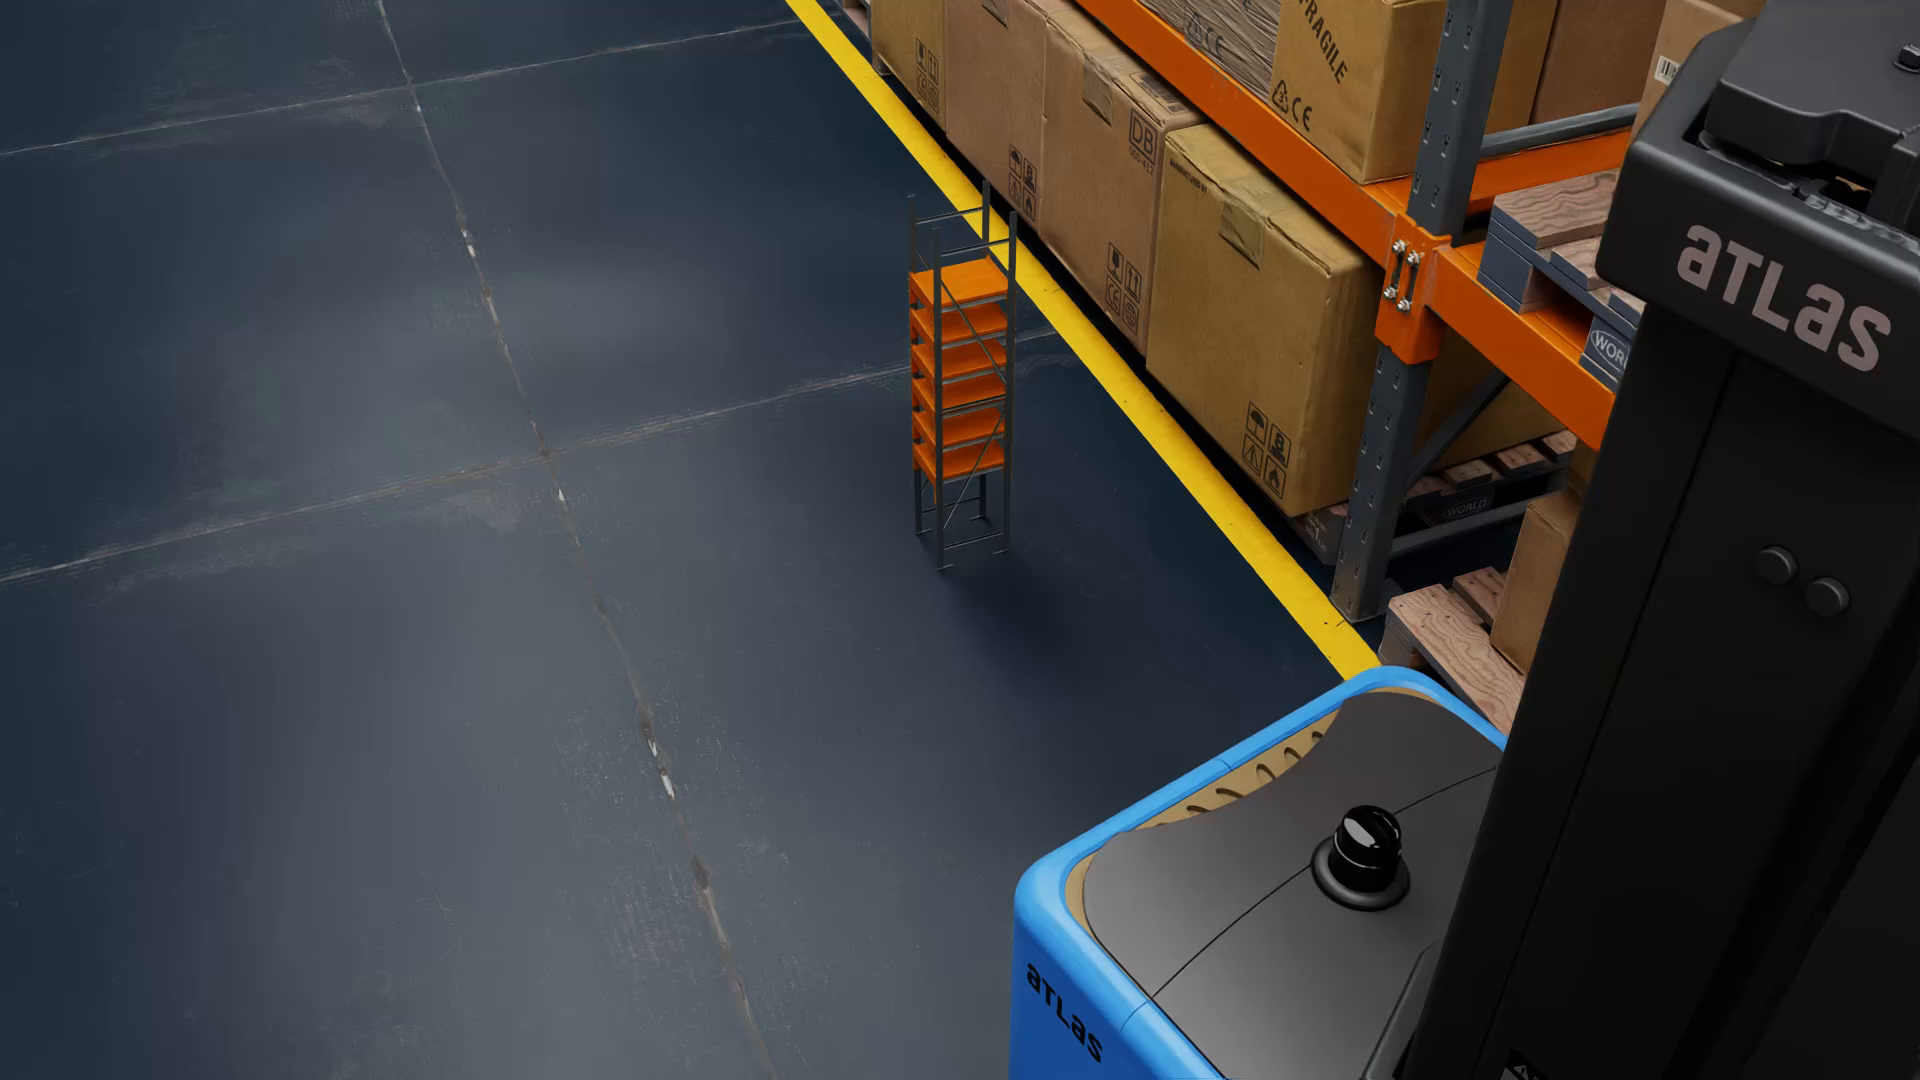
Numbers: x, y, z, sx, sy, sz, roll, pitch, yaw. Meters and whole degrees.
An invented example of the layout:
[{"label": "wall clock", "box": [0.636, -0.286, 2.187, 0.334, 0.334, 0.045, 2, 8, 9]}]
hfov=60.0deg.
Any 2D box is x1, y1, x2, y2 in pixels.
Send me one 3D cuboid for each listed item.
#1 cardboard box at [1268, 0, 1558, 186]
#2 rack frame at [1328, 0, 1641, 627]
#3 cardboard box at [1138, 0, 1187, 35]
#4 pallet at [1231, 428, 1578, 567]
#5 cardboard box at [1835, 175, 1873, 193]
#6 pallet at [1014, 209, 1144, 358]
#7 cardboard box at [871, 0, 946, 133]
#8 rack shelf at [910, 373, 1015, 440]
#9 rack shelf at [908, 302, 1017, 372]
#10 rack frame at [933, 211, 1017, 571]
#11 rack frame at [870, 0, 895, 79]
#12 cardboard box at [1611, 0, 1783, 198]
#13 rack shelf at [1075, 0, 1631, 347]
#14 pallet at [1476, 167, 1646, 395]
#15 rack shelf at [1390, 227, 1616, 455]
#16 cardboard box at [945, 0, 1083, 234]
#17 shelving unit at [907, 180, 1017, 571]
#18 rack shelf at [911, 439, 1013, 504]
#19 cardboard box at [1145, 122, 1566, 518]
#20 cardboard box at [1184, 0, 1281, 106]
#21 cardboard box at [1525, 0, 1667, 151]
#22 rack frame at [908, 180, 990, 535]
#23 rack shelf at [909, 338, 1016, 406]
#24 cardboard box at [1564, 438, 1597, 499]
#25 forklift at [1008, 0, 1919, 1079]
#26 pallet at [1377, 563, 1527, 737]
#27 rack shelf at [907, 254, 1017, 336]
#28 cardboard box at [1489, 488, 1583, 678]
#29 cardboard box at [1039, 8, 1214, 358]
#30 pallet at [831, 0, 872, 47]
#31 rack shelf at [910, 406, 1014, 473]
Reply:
[{"label": "cardboard box", "box": [1.184, -1.315, 4.402, 0.500, 0.500, 0.500, -14, 43, -16]}, {"label": "rack frame", "box": [1.601, -1.041, 4.160, 1.000, 3.000, 0.127, -15, 43, -17]}, {"label": "cardboard box", "box": [0.797, -1.929, 5.115, 0.500, 0.500, 0.500, -16, 43, -18]}, {"label": "pallet", "box": [1.369, -0.478, 5.644, 1.003, 0.211, 1.213, -15, 43, -17]}, {"label": "cardboard box", "box": [2.151, -0.612, 3.262, 0.700, 0.500, 0.500, -9, 42, -11]}, {"label": "pallet", "box": [0.906, -1.212, 6.497, 1.003, 0.211, 1.213, -15, 43, -17]}, {"label": "cardboard box", "box": [0.334, -2.424, 7.076, 1.225, 0.875, 0.875, -15, 43, -17]}, {"label": "rack shelf", "box": [0.006, -0.413, 4.878, 0.258, 0.103, 0.180, -15, 43, -17]}, {"label": "rack shelf", "box": [0.006, -0.594, 4.721, 0.258, 0.103, 0.180, -15, 43, -17]}, {"label": "rack frame", "box": [0.041, -0.391, 4.785, 0.240, 1.200, 0.006, -15, 43, -17]}, {"label": "rack frame", "box": [0.071, -3.451, 6.963, 1.000, 3.000, 0.127, -15, 43, -17]}, {"label": "cardboard box", "box": [1.845, -0.923, 3.624, 0.500, 0.500, 0.500, -20, 45, -22]}, {"label": "rack shelf", "box": [0.836, -1.973, 5.796, 1.077, 0.370, 4.000, -15, 43, -17]}, {"label": "pallet", "box": [1.972, -0.566, 3.755, 1.213, 0.211, 1.003, -15, 43, -17]}, {"label": "rack shelf", "box": [2.367, 0.436, 2.994, 1.077, 0.370, 4.000, -15, 43, -17]}, {"label": "cardboard box", "box": [0.677, -1.886, 6.450, 1.225, 0.875, 0.875, -17, 43, -18]}, {"label": "shelving unit", "box": [0.006, -0.446, 4.849, 0.258, 1.200, 0.189, -15, 43, -17]}, {"label": "rack shelf", "box": [0.006, -0.231, 5.034, 0.258, 0.103, 0.180, -15, 43, -17]}, {"label": "cardboard box", "box": [1.357, -0.816, 5.206, 1.225, 0.875, 0.875, -17, 44, -19]}, {"label": "cardboard box", "box": [0.998, -1.617, 4.753, 0.500, 0.500, 0.500, -15, 43, -17]}, {"label": "cardboard box", "box": [1.667, -1.440, 4.547, 0.500, 0.500, 0.500, -14, 43, -16]}, {"label": "rack frame", "box": [-0.029, -0.501, 4.913, 0.240, 1.200, 0.006, -15, 43, -17]}, {"label": "rack shelf", "box": [0.006, -0.504, 4.799, 0.258, 0.103, 0.180, -15, 43, -17]}, {"label": "cardboard box", "box": [1.885, -0.149, 4.127, 0.500, 0.250, 0.500, -13, 42, -15]}, {"label": "forklift", "box": [1.340, 0.896, 1.960, 1.130, 2.935, 3.031, -25, 47, -26]}, {"label": "pallet", "box": [1.899, 0.487, 4.522, 1.003, 0.211, 1.213, -15, 43, -17]}, {"label": "rack shelf", "box": [0.006, -0.685, 4.643, 0.258, 0.103, 0.180, -15, 43, -17]}, {"label": "cardboard box", "box": [1.876, 0.138, 4.368, 0.700, 0.500, 0.500, -17, 44, -19]}, {"label": "cardboard box", "box": [1.023, -1.355, 5.832, 1.225, 0.875, 0.875, -15, 43, -17]}, {"label": "pallet", "box": [-0.148, -2.871, 8.427, 1.003, 0.211, 1.213, -15, 43, -17]}, {"label": "rack shelf", "box": [0.006, -0.322, 4.956, 0.258, 0.103, 0.180, -15, 43, -17]}]
